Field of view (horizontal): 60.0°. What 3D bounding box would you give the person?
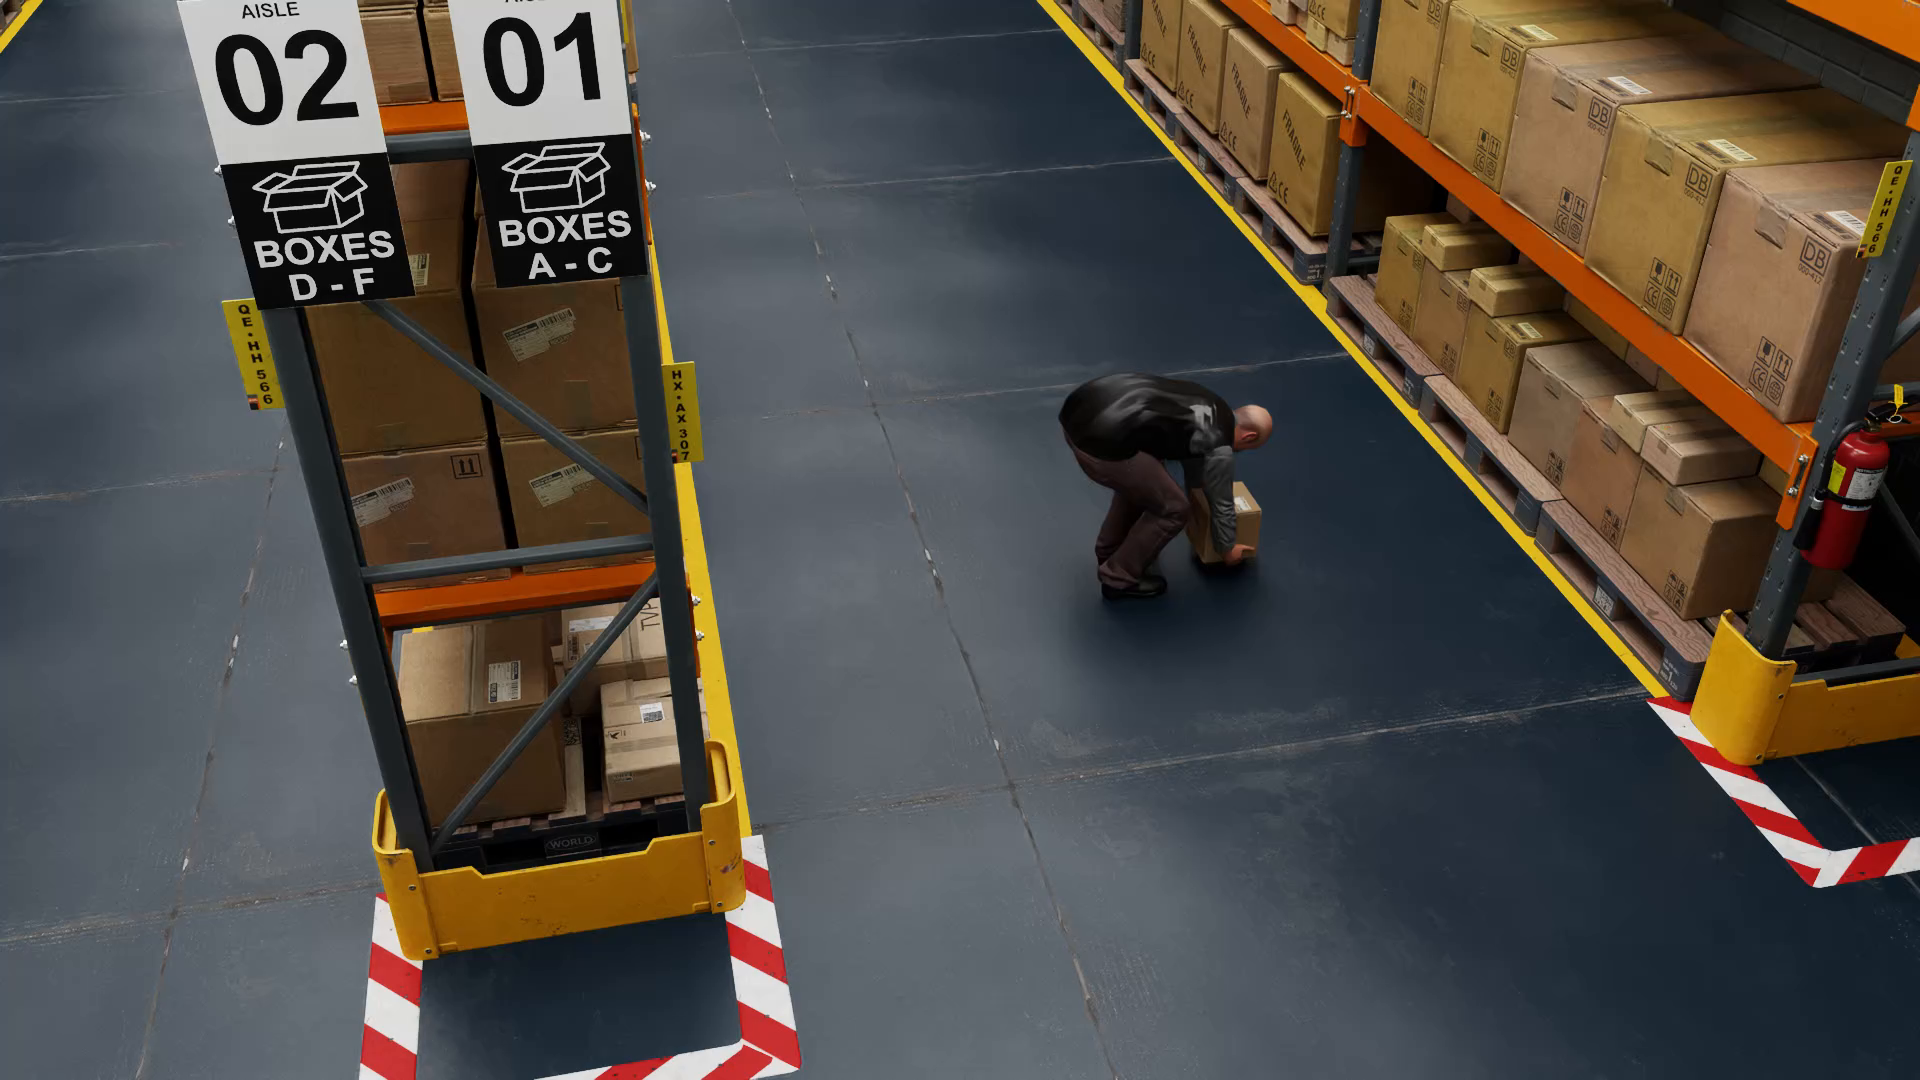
[{"bbox_3d":[0.898,-0.281,7.221,0.946,1.001,0.492,-9,35,-13],"label":"person"}]
